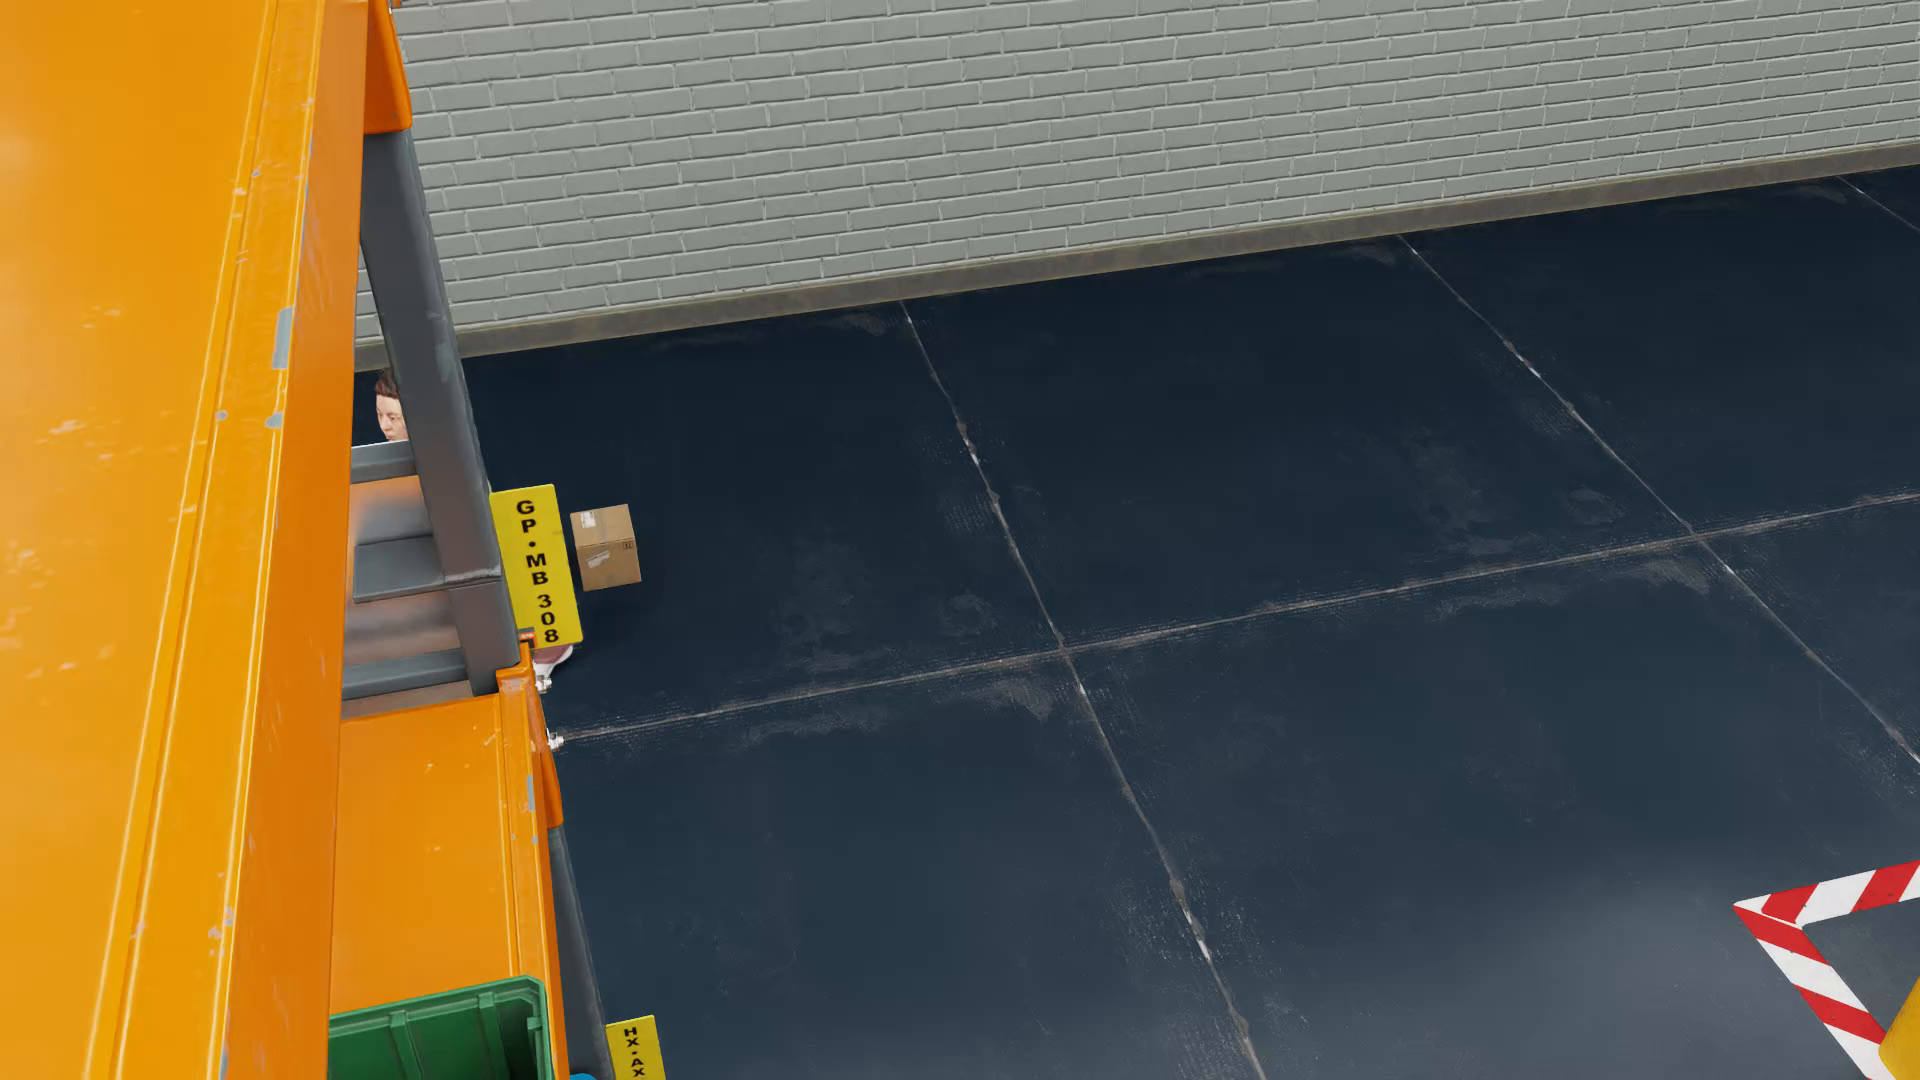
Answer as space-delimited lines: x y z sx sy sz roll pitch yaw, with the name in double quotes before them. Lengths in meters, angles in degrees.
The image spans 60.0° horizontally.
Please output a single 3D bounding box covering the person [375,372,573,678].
"person" -1.864 0.065 6.061 0.470 1.610 0.950 22 43 26
